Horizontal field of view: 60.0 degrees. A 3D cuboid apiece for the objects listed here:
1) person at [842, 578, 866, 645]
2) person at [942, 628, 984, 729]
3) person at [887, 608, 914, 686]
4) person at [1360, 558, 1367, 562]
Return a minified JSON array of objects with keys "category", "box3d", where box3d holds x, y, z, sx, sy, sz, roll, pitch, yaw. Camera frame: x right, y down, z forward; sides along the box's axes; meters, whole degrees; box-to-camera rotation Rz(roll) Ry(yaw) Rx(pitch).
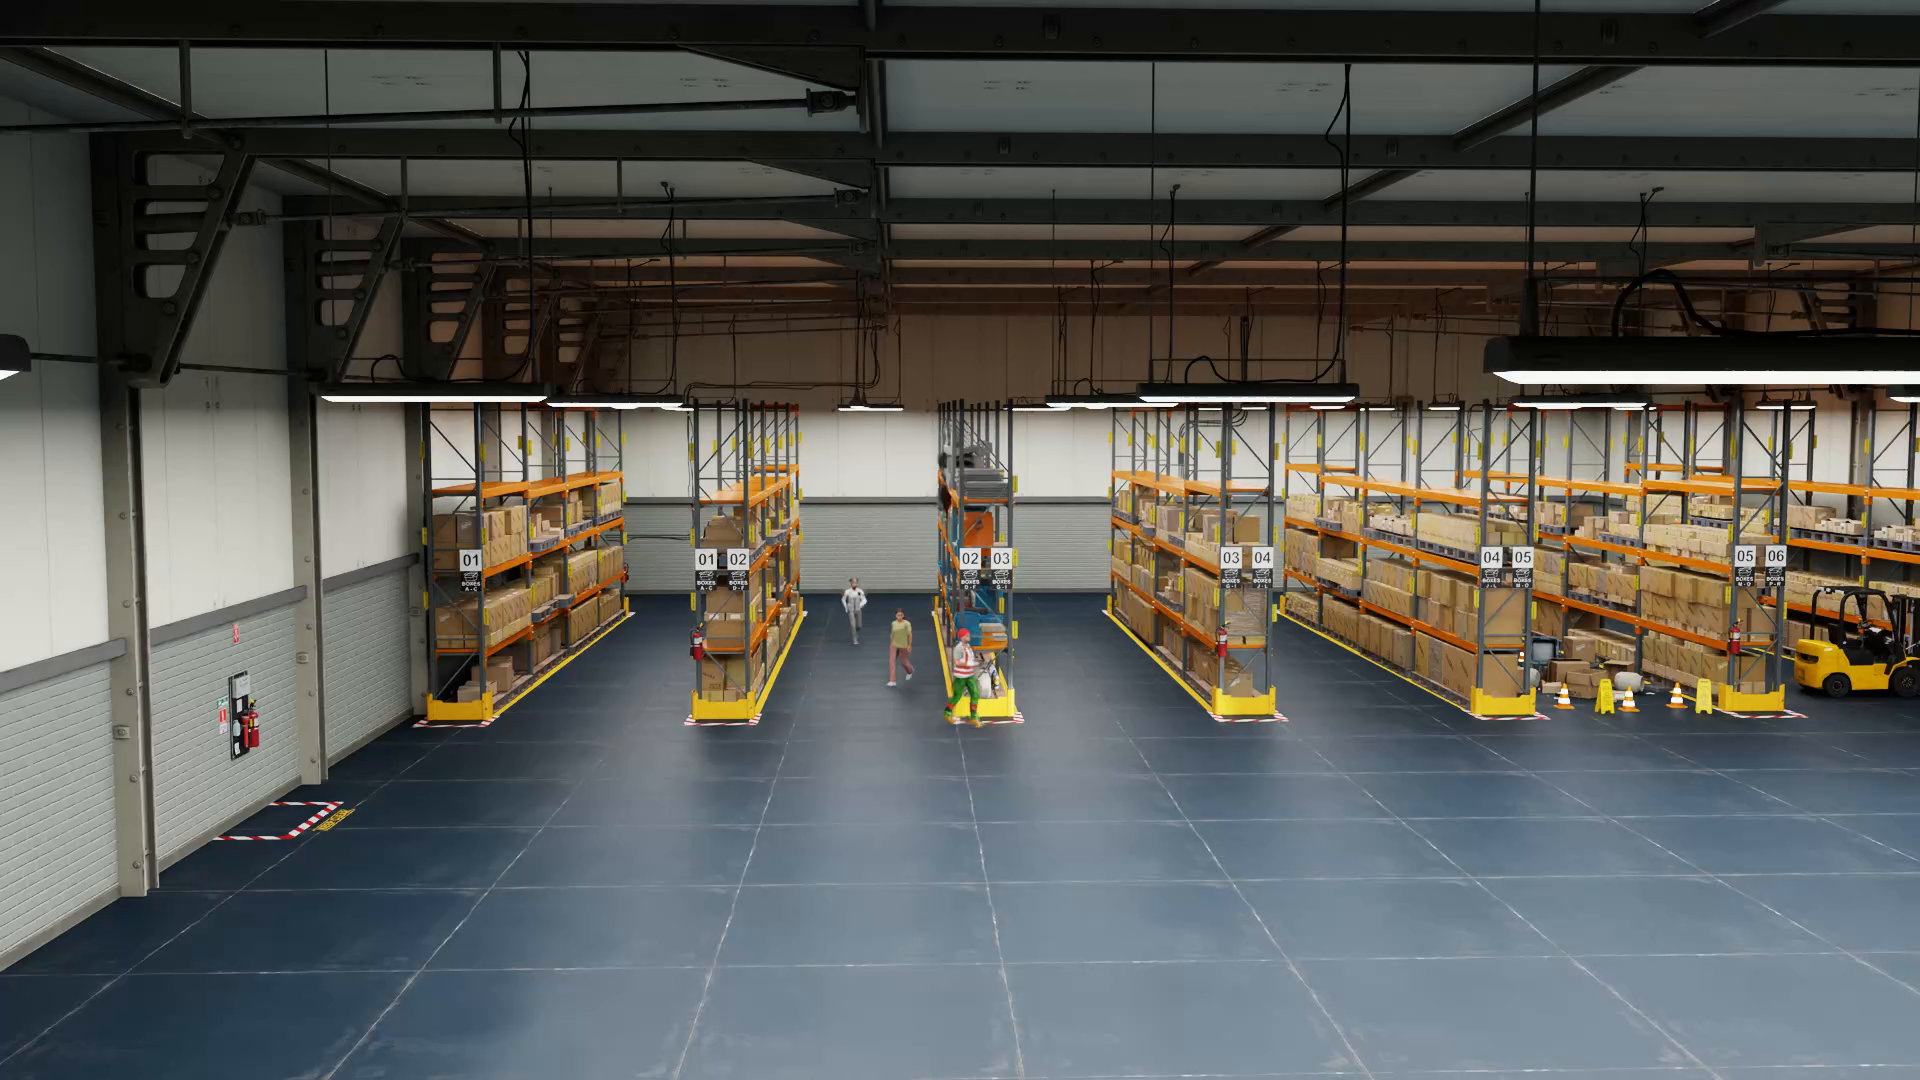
[{"category":"person","box3d":[-2.630,1.752,41.360,0.613,1.659,0.660,-1,4,-11]},{"category":"person","box3d":[0.034,2.515,30.338,0.816,1.833,0.637,3,5,33]},{"category":"person","box3d":[-1.250,2.232,35.038,0.532,1.632,0.848,2,5,19]},{"category":"person","box3d":[11.442,1.303,47.424,0.581,1.633,0.572,-2,5,-23]}]
